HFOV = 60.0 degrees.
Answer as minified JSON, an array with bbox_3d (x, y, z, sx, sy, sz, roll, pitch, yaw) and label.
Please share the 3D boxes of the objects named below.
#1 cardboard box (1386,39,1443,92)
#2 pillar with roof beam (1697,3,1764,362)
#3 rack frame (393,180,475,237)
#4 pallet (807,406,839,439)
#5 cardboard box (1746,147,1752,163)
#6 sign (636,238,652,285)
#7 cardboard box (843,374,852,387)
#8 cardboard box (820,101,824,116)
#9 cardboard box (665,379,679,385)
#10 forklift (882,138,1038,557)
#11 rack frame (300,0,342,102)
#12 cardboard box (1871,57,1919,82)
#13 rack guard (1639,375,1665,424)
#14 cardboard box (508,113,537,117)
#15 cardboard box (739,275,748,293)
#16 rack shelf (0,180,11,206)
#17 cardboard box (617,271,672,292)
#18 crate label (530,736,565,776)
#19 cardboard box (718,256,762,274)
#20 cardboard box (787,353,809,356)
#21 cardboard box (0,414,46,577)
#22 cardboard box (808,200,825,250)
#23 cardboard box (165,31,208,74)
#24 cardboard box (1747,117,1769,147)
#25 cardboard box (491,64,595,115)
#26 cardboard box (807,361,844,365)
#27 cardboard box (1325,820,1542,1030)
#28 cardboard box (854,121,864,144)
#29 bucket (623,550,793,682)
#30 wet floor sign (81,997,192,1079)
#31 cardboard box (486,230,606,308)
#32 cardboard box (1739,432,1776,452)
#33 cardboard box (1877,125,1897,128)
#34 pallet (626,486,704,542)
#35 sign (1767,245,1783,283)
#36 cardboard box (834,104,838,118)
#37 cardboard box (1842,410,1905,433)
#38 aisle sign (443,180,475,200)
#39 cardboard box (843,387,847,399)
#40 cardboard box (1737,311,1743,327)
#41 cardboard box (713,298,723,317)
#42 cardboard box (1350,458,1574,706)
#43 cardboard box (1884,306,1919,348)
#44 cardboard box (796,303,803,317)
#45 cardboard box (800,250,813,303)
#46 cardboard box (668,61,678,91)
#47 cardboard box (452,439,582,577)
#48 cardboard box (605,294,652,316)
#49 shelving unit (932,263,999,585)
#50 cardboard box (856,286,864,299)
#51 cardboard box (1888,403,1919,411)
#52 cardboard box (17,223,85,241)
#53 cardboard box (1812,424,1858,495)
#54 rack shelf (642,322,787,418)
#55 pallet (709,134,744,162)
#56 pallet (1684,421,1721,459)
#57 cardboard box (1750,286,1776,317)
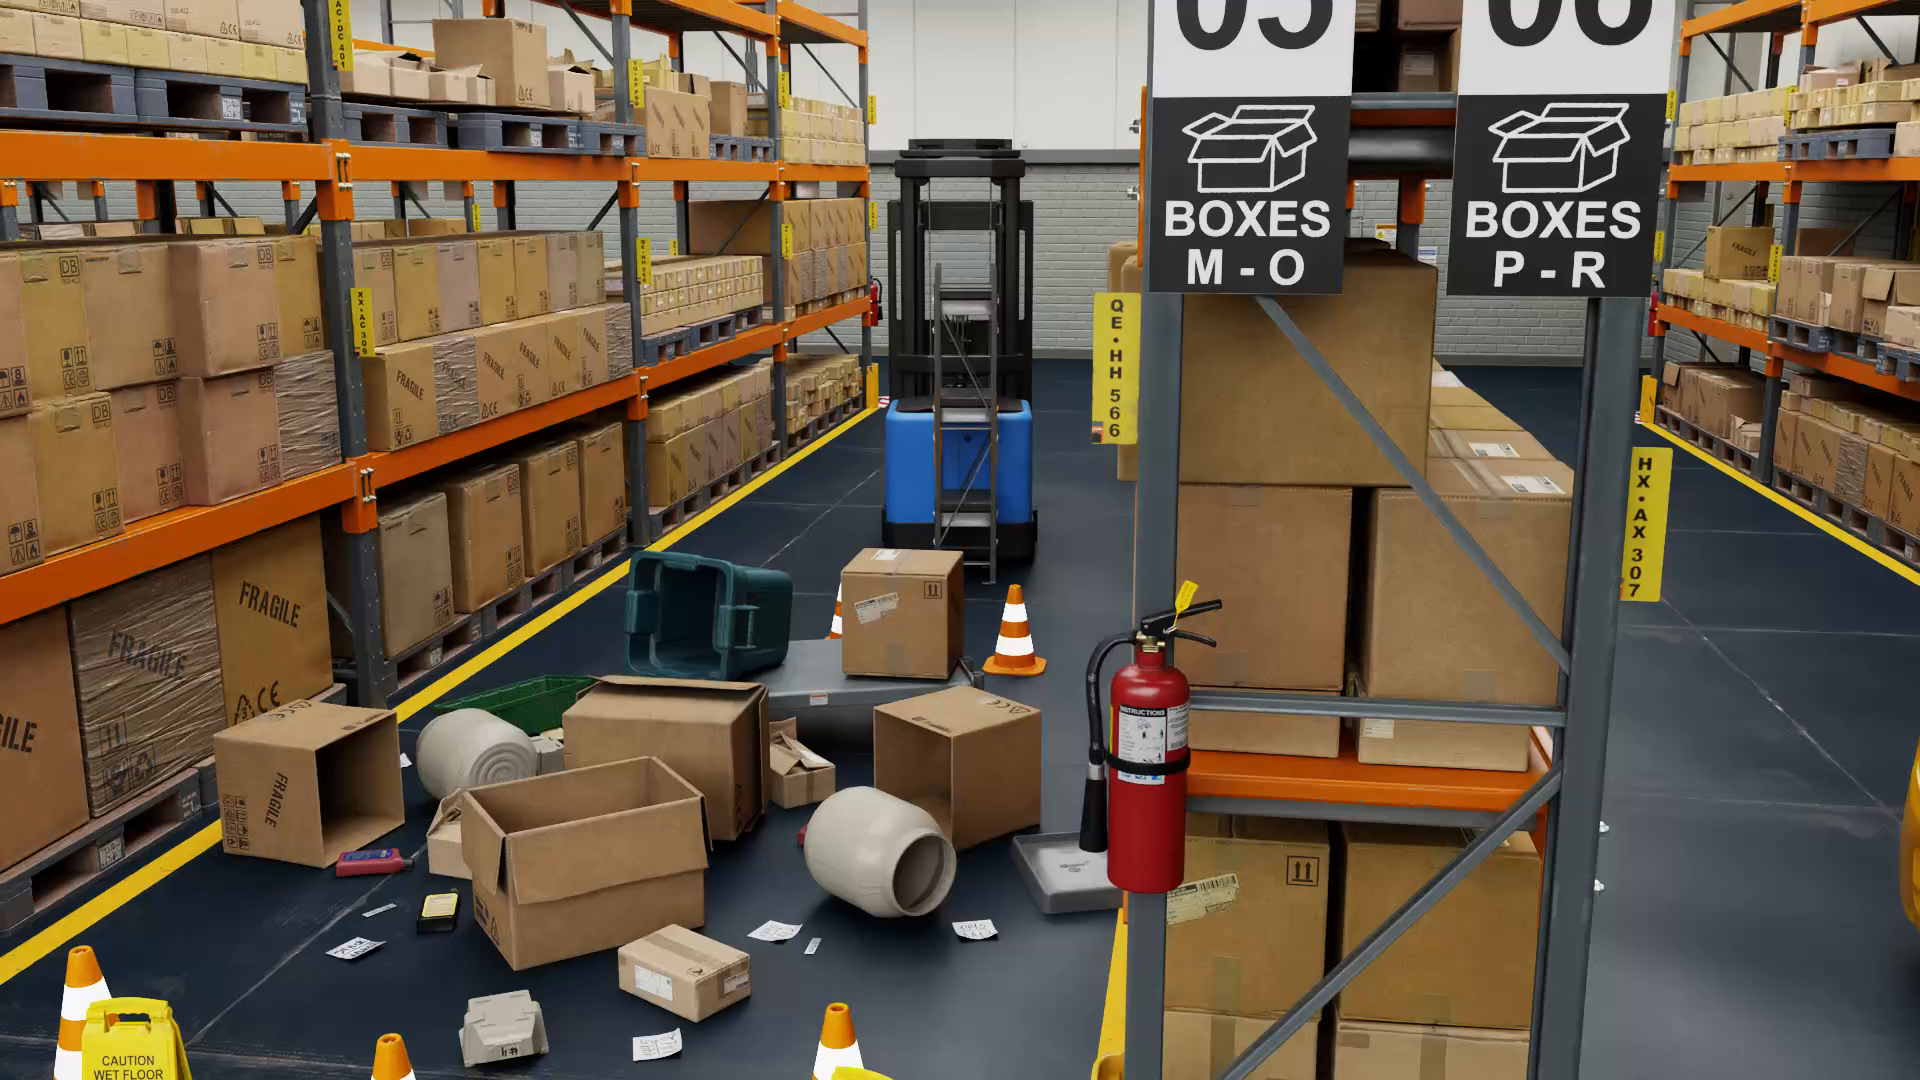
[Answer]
[{"bbox_3d":[1.206,-1.085,3.886,0.380,0.149,0.250,1,12,7],"label":"cardboard box"},{"bbox_3d":[5.299,-6.401,20.833,9.100,9.000,0.400,2,12,9],"label":"pillar with roof beam"},{"bbox_3d":[-6.449,-3.278,20.582,1.000,3.000,0.127,2,12,9],"label":"rack frame"},{"bbox_3d":[-1.926,-1.296,18.005,1.003,0.211,1.213,2,12,9],"label":"pallet"},{"bbox_3d":[7.599,-3.604,15.572,0.380,0.149,0.250,2,12,11],"label":"cardboard box"},{"bbox_3d":[-2.245,-1.979,11.809,0.100,0.325,0.005,2,12,9],"label":"sign"},{"bbox_3d":[-1.441,-1.826,18.908,0.380,0.149,0.250,1,12,6],"label":"cardboard box"},{"bbox_3d":[-1.618,-4.475,17.242,0.380,0.149,0.250,2,12,7],"label":"cardboard box"},{"bbox_3d":[-2.716,-1.251,14.334,0.500,0.250,0.500,2,12,11],"label":"cardboard box"},{"bbox_3d":[0.005,-1.564,12.793,1.130,2.935,3.031,0,12,0],"label":"forklift"},{"bbox_3d":[-3.410,-3.531,7.515,1.000,3.000,0.127,2,12,9],"label":"rack frame"},{"bbox_3d":[7.645,-3.787,13.500,0.396,0.266,0.258,2,12,9],"label":"cardboard box"},{"bbox_3d":[8.236,-1.559,18.539,1.175,0.500,0.348,2,12,9],"label":"rack guard"},{"bbox_3d":[-3.123,-2.964,10.984,0.500,0.311,0.500,2,12,9],"label":"cardboard box"},{"bbox_3d":[-2.126,-2.295,14.918,0.380,0.149,0.250,2,12,11],"label":"cardboard box"},{"bbox_3d":[-7.987,-2.311,10.682,1.077,0.370,4.000,2,12,9],"label":"rack shelf"},{"bbox_3d":[-2.451,-2.001,12.844,0.380,0.149,0.250,2,12,8],"label":"cardboard box"},{"bbox_3d":[-1.929,0.993,7.562,0.298,0.136,0.250,-7,14,-30],"label":"crate label"},{"bbox_3d":[-2.048,-2.547,15.377,0.380,0.149,0.250,2,12,11],"label":"cardboard box"},{"bbox_3d":[-1.980,-2.100,19.477,0.380,0.149,0.250,1,12,6],"label":"cardboard box"},{"bbox_3d":[-3.739,-0.145,5.690,0.875,0.550,0.550,2,12,9],"label":"cardboard box"},{"bbox_3d":[-1.696,-3.245,17.112,0.500,0.500,0.500,2,12,10],"label":"cardboard box"},{"bbox_3d":[-3.266,-1.950,6.663,0.380,0.149,0.250,2,12,9],"label":"cardboard box"},{"bbox_3d":[7.529,-3.719,15.161,0.500,0.250,0.500,1,12,7],"label":"cardboard box"},{"bbox_3d":[-2.659,-2.880,10.595,0.500,0.311,0.500,2,12,9],"label":"cardboard box"},{"bbox_3d":[-1.507,-1.920,18.639,0.380,0.149,0.250,1,12,6],"label":"cardboard box"},{"bbox_3d":[1.282,0.983,4.564,0.500,0.500,0.500,1,12,7],"label":"cardboard box"},{"bbox_3d":[-1.383,-4.629,18.903,0.500,0.250,0.500,1,12,7],"label":"cardboard box"},{"bbox_3d":[-1.152,0.362,7.854,0.726,0.611,0.620,7,4,28],"label":"bucket"},{"bbox_3d":[-2.073,1.456,4.206,0.267,0.644,0.232,0,12,-1],"label":"wet floor sign"},{"bbox_3d":[-2.873,-1.875,11.463,0.700,0.500,0.500,2,12,8],"label":"cardboard box"},{"bbox_3d":[7.428,-0.901,15.324,0.380,0.149,0.250,2,12,7],"label":"cardboard box"},{"bbox_3d":[7.610,-3.388,13.338,0.380,0.149,0.250,1,12,7],"label":"cardboard box"},{"bbox_3d":[-2.673,-0.230,13.060,1.003,0.211,1.213,2,12,9],"label":"pallet"},{"bbox_3d":[7.095,-2.403,14.469,0.100,0.325,0.005,2,12,9],"label":"sign"},{"bbox_3d":[-1.530,-4.639,18.000,0.380,0.149,0.250,2,12,7],"label":"cardboard box"},{"bbox_3d":[7.176,-0.924,13.059,0.380,0.149,0.250,2,12,11],"label":"cardboard box"},{"bbox_3d":[-6.142,-4.554,20.332,0.394,0.787,0.004,2,12,9],"label":"aisle sign"},{"bbox_3d":[-1.504,-1.682,18.949,0.380,0.149,0.250,2,12,8],"label":"cardboard box"},{"bbox_3d":[7.534,-2.079,15.617,0.380,0.149,0.250,2,12,10],"label":"cardboard box"},{"bbox_3d":[-2.242,-1.985,14.185,0.380,0.149,0.250,2,12,11],"label":"cardboard box"},{"bbox_3d":[1.229,0.090,4.011,0.500,0.500,0.500,2,12,8],"label":"cardboard box"},{"bbox_3d":[6.860,-1.493,11.661,0.500,0.250,0.500,1,12,6],"label":"cardboard box"},{"bbox_3d":[-1.809,-2.358,16.913,0.380,0.149,0.250,1,12,6],"label":"cardboard box"},{"bbox_3d":[-1.785,-2.656,16.753,0.500,0.500,0.500,2,12,9],"label":"cardboard box"},{"bbox_3d":[-2.380,-3.557,12.704,0.396,0.266,0.258,2,12,9],"label":"cardboard box"},{"bbox_3d":[-3.108,-0.230,10.784,1.050,0.750,0.750,2,12,10],"label":"cardboard box"},{"bbox_3d":[-2.522,-1.752,12.399,0.380,0.149,0.250,2,12,11],"label":"cardboard box"},{"bbox_3d":[0.039,-0.782,11.137,0.431,2.100,0.503,0,12,0],"label":"shelving unit"},{"bbox_3d":[-1.335,-2.896,19.408,0.380,0.149,0.250,2,12,9],"label":"cardboard box"},{"bbox_3d":[7.784,-1.018,13.495,0.380,0.149,0.250,1,12,6],"label":"cardboard box"},{"bbox_3d":[-7.551,-2.303,13.442,0.797,0.503,0.637,2,12,11],"label":"cardboard box"},{"bbox_3d":[7.183,-0.639,13.274,0.500,0.500,0.500,2,12,7],"label":"cardboard box"},{"bbox_3d":[-2.487,-1.495,14.019,1.077,0.370,4.000,2,12,9],"label":"rack shelf"},{"bbox_3d":[-2.536,-3.297,13.996,1.213,0.211,1.003,2,12,9],"label":"pallet"},{"bbox_3d":[7.925,-0.998,16.625,1.003,0.211,1.213,2,12,9],"label":"pallet"},{"bbox_3d":[7.470,-2.150,14.999,0.500,0.250,0.500,2,12,10],"label":"cardboard box"}]
